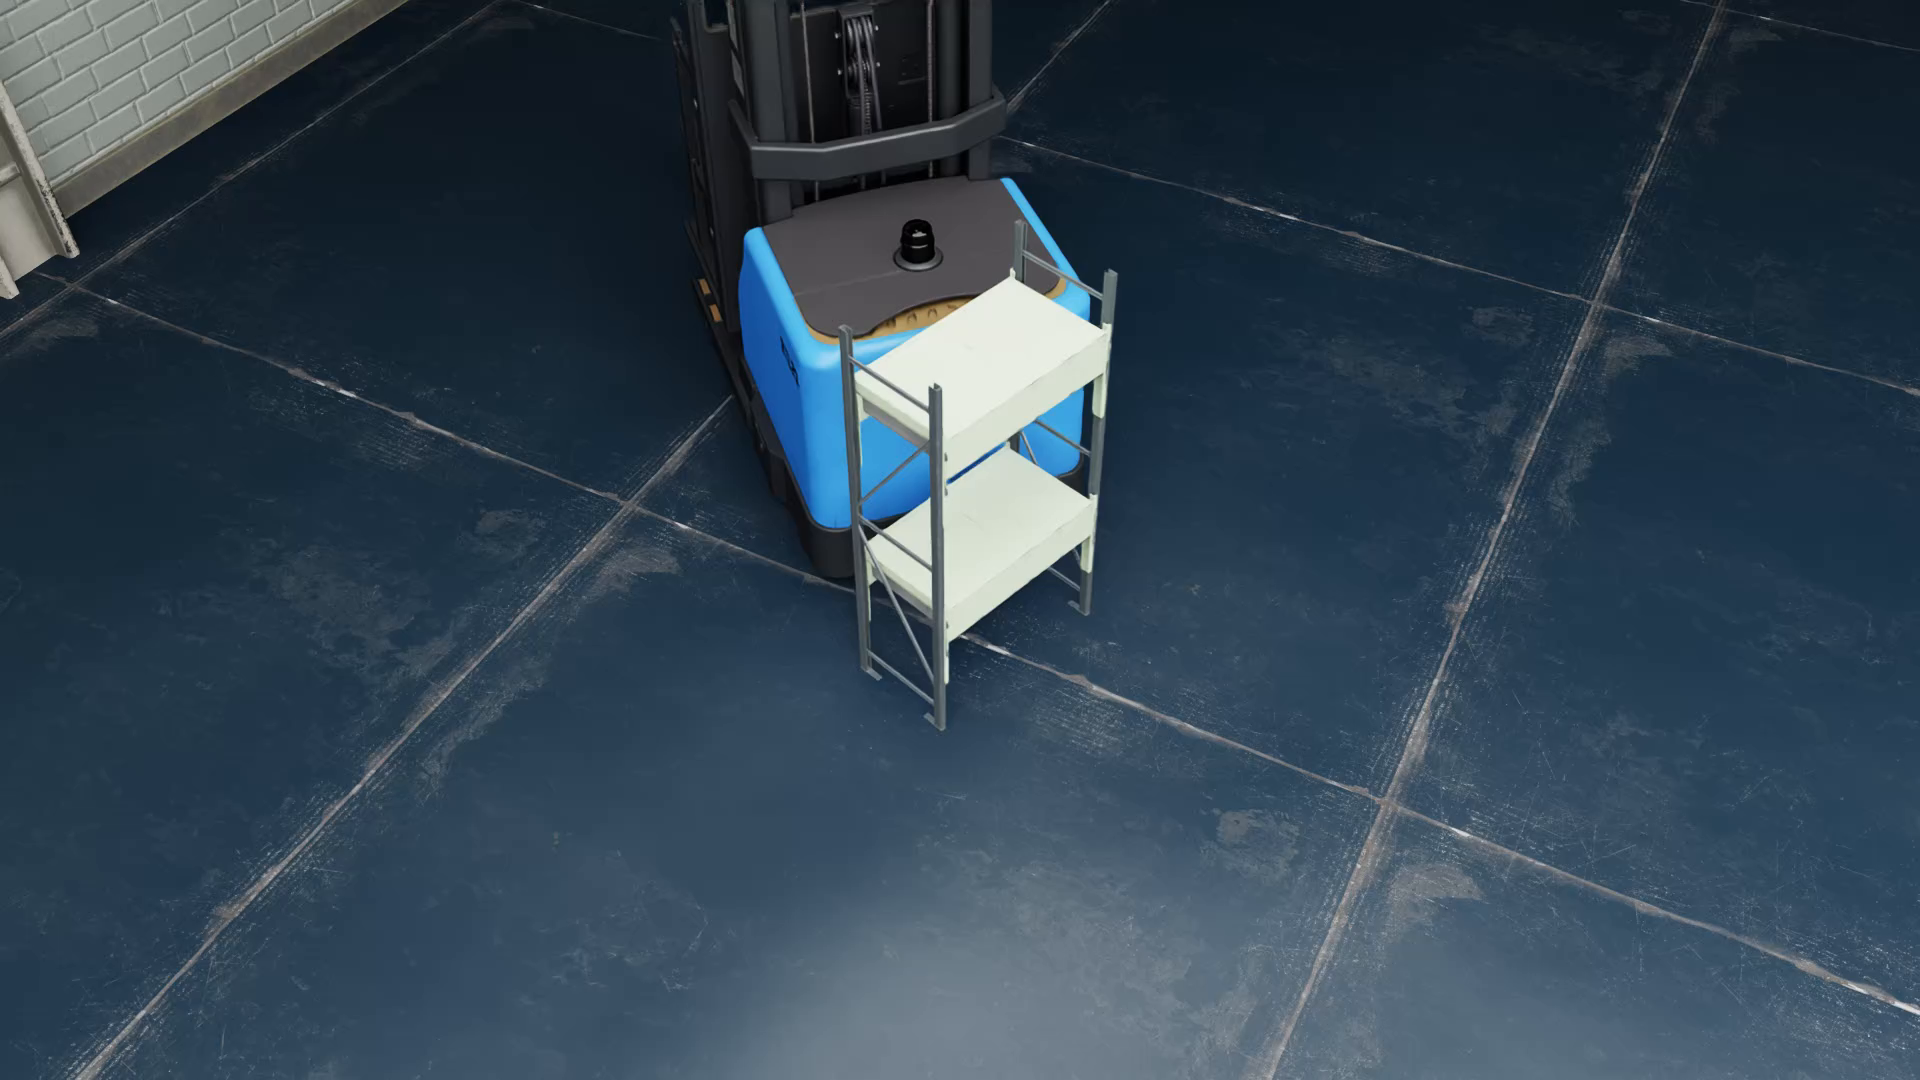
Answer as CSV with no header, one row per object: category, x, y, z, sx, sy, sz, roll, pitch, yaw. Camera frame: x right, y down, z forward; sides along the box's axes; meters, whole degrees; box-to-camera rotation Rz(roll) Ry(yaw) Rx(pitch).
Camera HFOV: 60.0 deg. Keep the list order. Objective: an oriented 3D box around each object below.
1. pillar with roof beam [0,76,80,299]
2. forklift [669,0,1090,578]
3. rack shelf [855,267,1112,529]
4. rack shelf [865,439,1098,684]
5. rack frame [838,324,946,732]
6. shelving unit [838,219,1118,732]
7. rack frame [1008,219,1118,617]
pillar with roof beam,-0.399,-2.973,2.861,9.100,9.000,0.400,20,49,19
forklift,-0.516,-1.960,6.127,1.130,2.935,3.031,-14,47,-14
rack shelf,0.060,-0.445,5.086,0.431,0.370,0.720,35,55,30
rack shelf,0.060,0.059,5.596,0.431,0.370,0.720,35,55,30
rack frame,-0.197,0.015,5.181,0.400,1.500,0.023,35,55,30
shelving unit,0.060,-0.170,5.364,0.431,1.500,0.755,35,55,30
rack frame,0.317,-0.356,5.547,0.400,1.500,0.023,35,55,30
